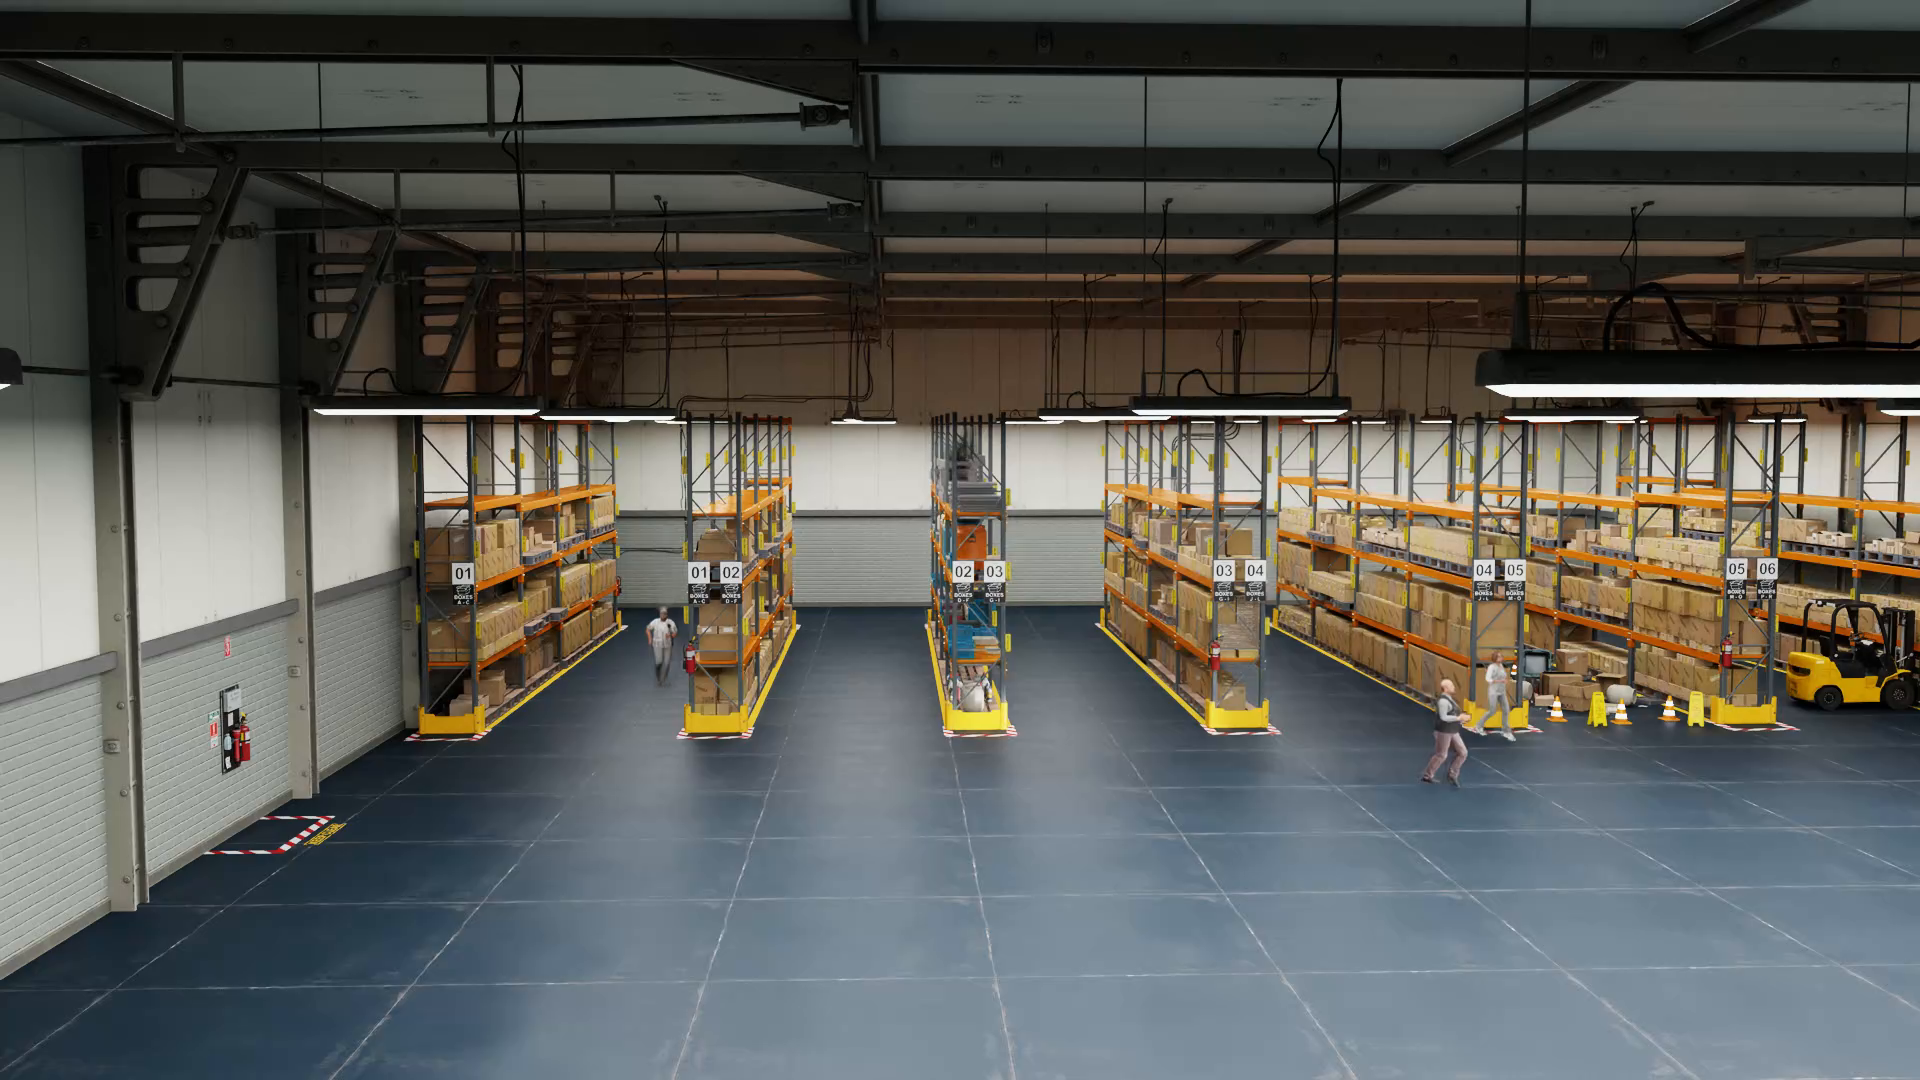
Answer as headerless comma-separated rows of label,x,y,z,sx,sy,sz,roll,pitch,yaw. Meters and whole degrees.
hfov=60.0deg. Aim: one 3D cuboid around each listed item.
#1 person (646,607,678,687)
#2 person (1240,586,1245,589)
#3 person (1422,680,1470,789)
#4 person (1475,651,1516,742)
person,-6.543,2.352,36.616,0.652,1.769,0.653,-1,4,-17
person,8.284,1.658,48.207,0.663,1.620,0.656,-3,5,-36
person,7.705,3.086,26.305,0.756,1.767,0.635,2,5,31
person,9.796,2.841,30.422,0.542,1.622,0.772,-3,5,-35
